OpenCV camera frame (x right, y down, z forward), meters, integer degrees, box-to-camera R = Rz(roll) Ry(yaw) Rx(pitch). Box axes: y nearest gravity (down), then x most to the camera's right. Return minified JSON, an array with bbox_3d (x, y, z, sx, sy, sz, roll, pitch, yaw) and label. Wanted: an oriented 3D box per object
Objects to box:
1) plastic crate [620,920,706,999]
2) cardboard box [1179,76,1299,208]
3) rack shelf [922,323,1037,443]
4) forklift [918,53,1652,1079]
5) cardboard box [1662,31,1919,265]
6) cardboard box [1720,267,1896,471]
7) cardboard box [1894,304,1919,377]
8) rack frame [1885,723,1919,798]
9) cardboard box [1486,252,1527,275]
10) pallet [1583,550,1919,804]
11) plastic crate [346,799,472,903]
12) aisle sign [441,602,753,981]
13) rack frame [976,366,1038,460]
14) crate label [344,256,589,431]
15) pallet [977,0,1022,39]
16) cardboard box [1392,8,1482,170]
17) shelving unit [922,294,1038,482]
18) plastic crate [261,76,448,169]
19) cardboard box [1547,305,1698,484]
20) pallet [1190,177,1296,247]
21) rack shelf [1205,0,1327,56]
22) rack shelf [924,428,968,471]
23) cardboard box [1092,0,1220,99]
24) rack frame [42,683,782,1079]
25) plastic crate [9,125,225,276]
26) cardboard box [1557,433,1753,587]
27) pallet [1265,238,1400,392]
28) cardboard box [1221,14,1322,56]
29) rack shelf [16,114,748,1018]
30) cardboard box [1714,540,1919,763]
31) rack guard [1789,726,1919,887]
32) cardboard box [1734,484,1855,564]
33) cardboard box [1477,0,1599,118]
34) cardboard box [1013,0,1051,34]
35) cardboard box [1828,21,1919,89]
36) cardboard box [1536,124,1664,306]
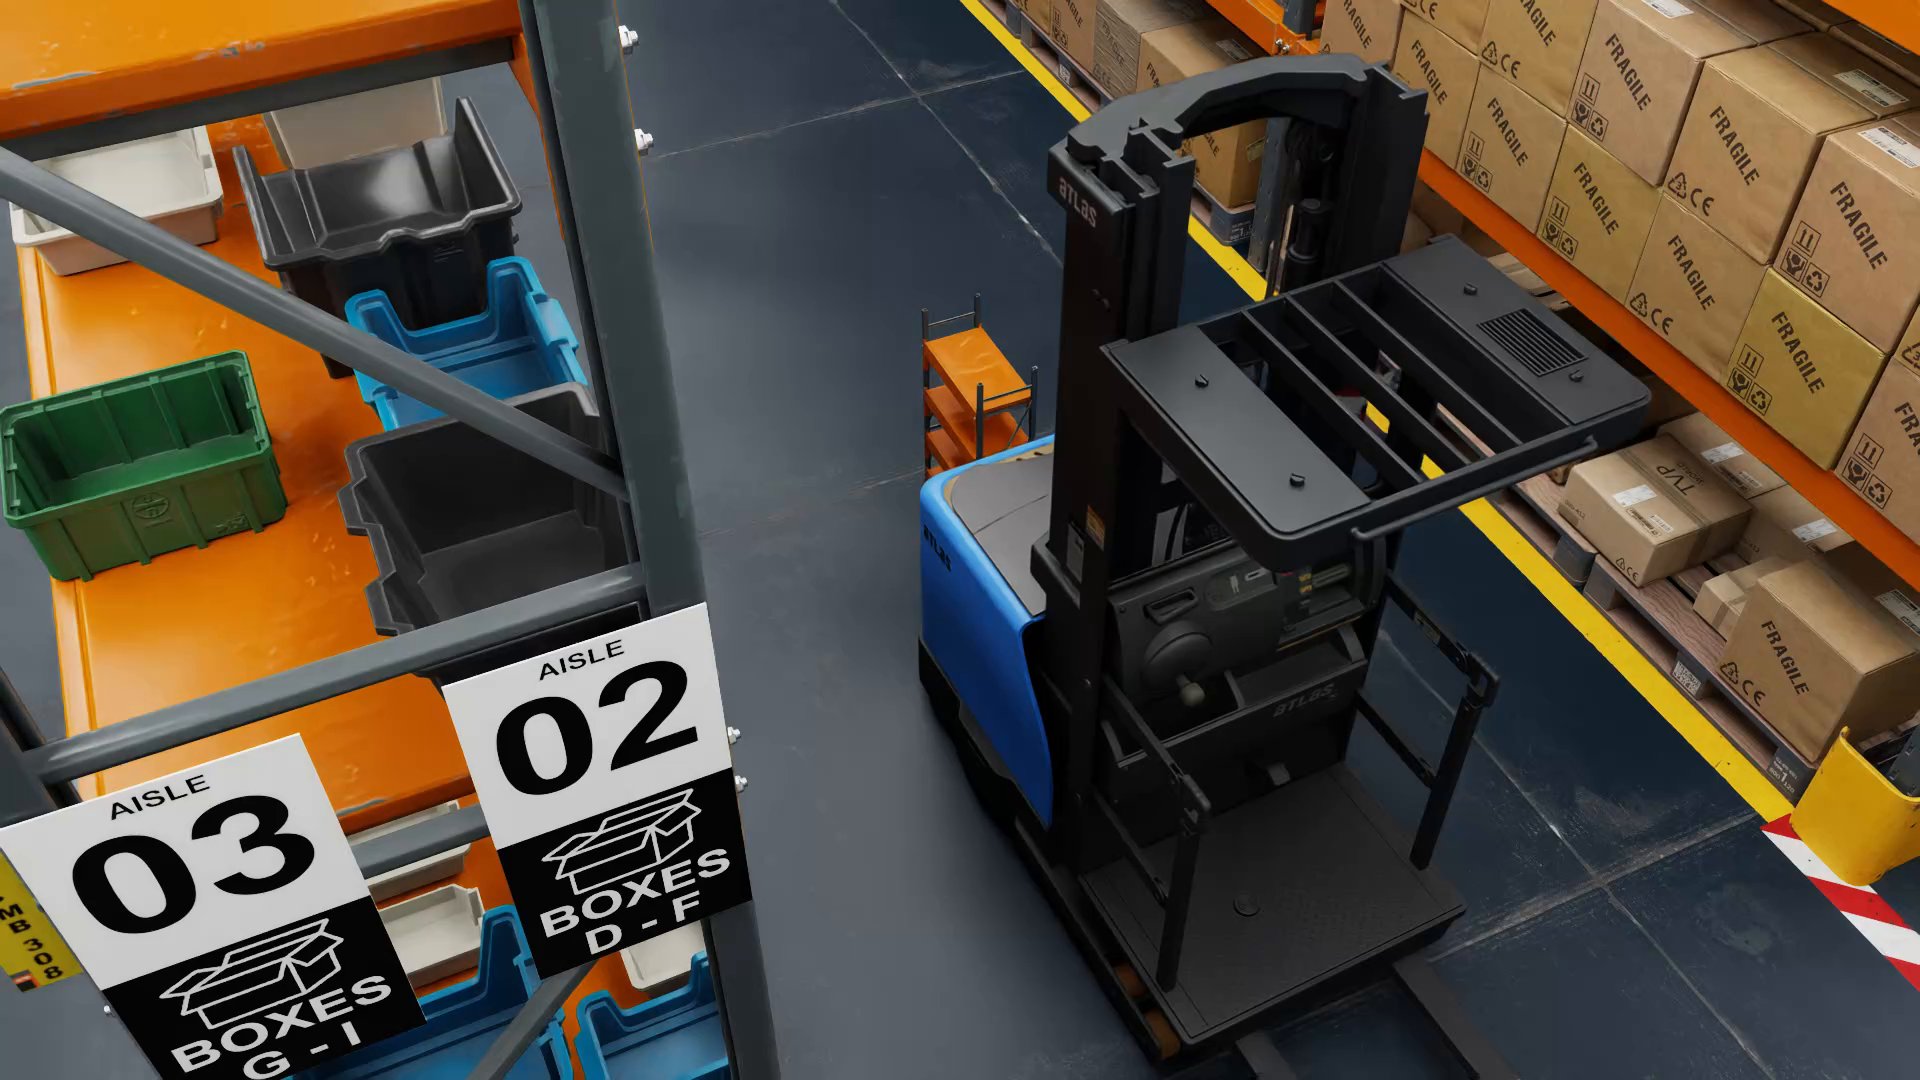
[{"bbox_3d":[-0.722,0.988,4.127,0.250,0.136,0.298,-18,47,-17],"label":"plastic crate"},{"bbox_3d":[1.490,-2.107,8.585,0.500,0.500,0.500,-18,47,-18],"label":"cardboard box"},{"bbox_3d":[0.070,-0.601,6.315,0.258,0.148,0.480,-18,47,-17],"label":"rack shelf"},{"bbox_3d":[0.959,0.279,4.750,1.130,2.935,3.031,-20,48,-19],"label":"forklift"},{"bbox_3d":[2.767,-1.306,5.524,0.500,0.500,0.500,-17,47,-16],"label":"cardboard box"},{"bbox_3d":[2.982,-0.631,5.552,0.500,0.500,0.500,-18,47,-17],"label":"cardboard box"},{"bbox_3d":[3.202,-0.655,4.864,0.500,0.500,0.500,-18,48,-18],"label":"cardboard box"},{"bbox_3d":[3.639,-0.061,5.045,1.000,3.000,0.127,-18,47,-17],"label":"rack frame"},{"bbox_3d":[2.666,-1.251,7.968,0.380,0.149,0.250,-18,47,-17],"label":"cardboard box"},{"bbox_3d":[3.271,0.375,6.588,1.003,0.211,1.213,-18,47,-17],"label":"pallet"},{"bbox_3d":[-1.473,0.817,4.301,0.396,0.136,0.243,-18,47,-17],"label":"plastic crate"},{"bbox_3d":[-0.557,0.432,2.694,0.394,0.787,0.004,-18,47,-17],"label":"aisle sign"},{"bbox_3d":[0.172,-0.166,6.433,0.240,1.200,0.015,-18,47,-17],"label":"rack frame"},{"bbox_3d":[-0.952,-0.299,3.256,0.408,0.251,0.502,-18,47,-17],"label":"crate label"},{"bbox_3d":[0.555,-3.680,10.698,1.003,0.211,1.213,-18,47,-17],"label":"pallet"},{"bbox_3d":[2.142,-1.915,6.853,0.500,0.500,0.500,-17,47,-17],"label":"cardboard box"},{"bbox_3d":[0.070,-0.322,6.591,0.258,1.200,0.503,-18,47,-17],"label":"shelving unit"},{"bbox_3d":[-1.509,-1.130,4.077,0.437,0.282,0.530,-18,47,-17],"label":"plastic crate"},{"bbox_3d":[2.752,-0.682,7.139,0.797,0.503,0.637,-18,47,-17],"label":"cardboard box"},{"bbox_3d":[1.581,-2.125,9.122,1.003,0.211,1.213,-18,47,-17],"label":"pallet"},{"bbox_3d":[1.116,-3.629,9.173,1.077,0.370,4.000,-18,47,-17],"label":"rack shelf"},{"bbox_3d":[0.070,-0.274,6.638,0.258,0.148,0.480,-18,47,-17],"label":"rack shelf"},{"bbox_3d":[1.079,-2.744,9.231,0.500,0.500,0.500,-17,47,-17],"label":"cardboard box"},{"bbox_3d":[-0.857,1.399,3.565,1.000,3.000,0.127,-18,47,-17],"label":"rack frame"},{"bbox_3d":[-1.951,-0.818,3.864,0.437,0.136,0.530,-18,47,-17],"label":"plastic crate"},{"bbox_3d":[2.815,-0.127,6.756,0.500,0.250,0.500,-18,47,-17],"label":"cardboard box"},{"bbox_3d":[2.245,-1.180,8.164,1.003,0.211,1.213,-18,47,-17],"label":"pallet"},{"bbox_3d":[1.740,-2.594,9.078,0.500,0.500,0.500,-17,47,-17],"label":"cardboard box"},{"bbox_3d":[-1.698,-0.687,4.056,1.077,0.370,4.000,-18,47,-17],"label":"rack shelf"},{"bbox_3d":[3.187,0.398,6.046,0.500,0.500,0.500,-18,47,-17],"label":"cardboard box"},{"bbox_3d":[3.607,0.780,5.972,1.175,0.500,0.348,-18,47,-17],"label":"rack guard"},{"bbox_3d":[3.457,0.012,6.615,0.500,0.250,0.500,-18,47,-17],"label":"cardboard box"},{"bbox_3d":[2.333,-1.962,6.189,0.500,0.500,0.500,-19,48,-19],"label":"cardboard box"},{"bbox_3d":[0.639,-3.399,9.894,0.500,0.500,0.500,-19,48,-18],"label":"cardboard box"},{"bbox_3d":[3.259,-1.465,5.684,0.500,0.500,0.500,-17,47,-17],"label":"cardboard box"},{"bbox_3d":[2.566,-1.272,6.201,0.500,0.500,0.500,-19,48,-18],"label":"cardboard box"}]
